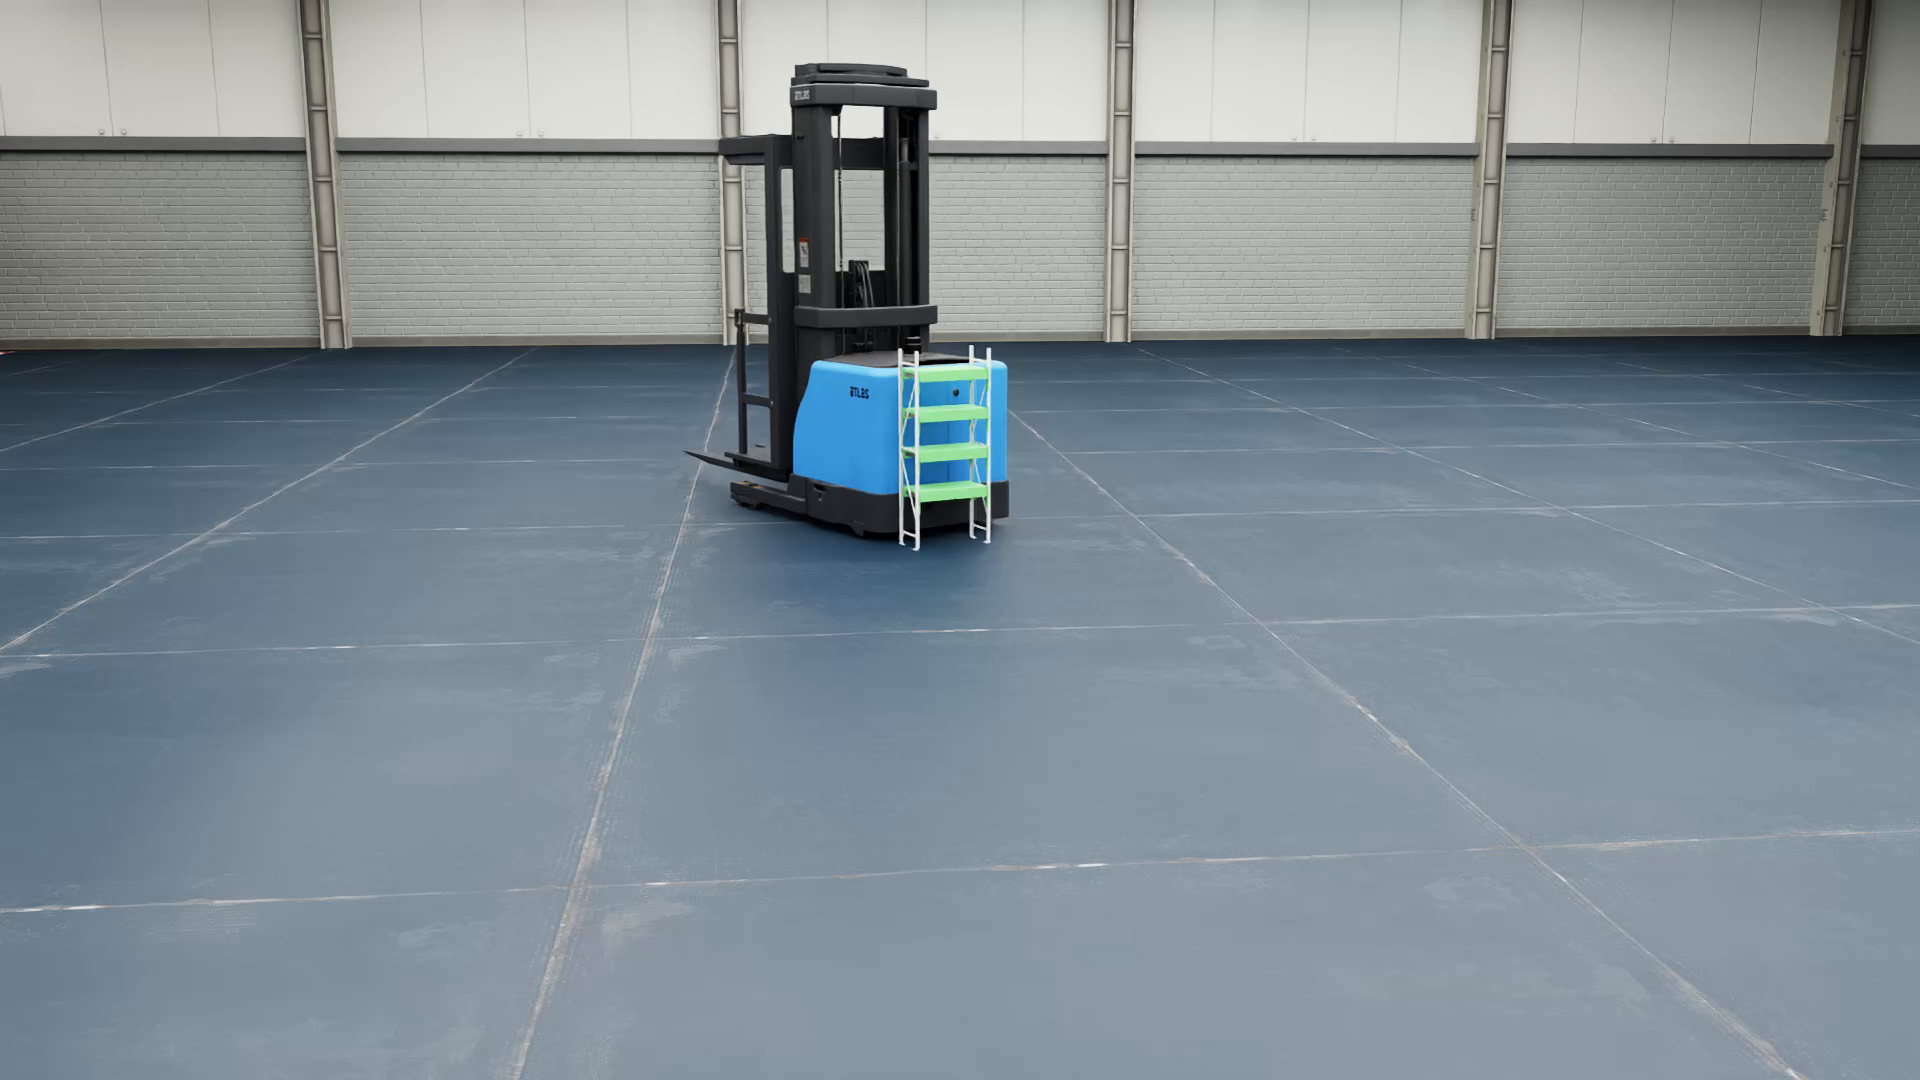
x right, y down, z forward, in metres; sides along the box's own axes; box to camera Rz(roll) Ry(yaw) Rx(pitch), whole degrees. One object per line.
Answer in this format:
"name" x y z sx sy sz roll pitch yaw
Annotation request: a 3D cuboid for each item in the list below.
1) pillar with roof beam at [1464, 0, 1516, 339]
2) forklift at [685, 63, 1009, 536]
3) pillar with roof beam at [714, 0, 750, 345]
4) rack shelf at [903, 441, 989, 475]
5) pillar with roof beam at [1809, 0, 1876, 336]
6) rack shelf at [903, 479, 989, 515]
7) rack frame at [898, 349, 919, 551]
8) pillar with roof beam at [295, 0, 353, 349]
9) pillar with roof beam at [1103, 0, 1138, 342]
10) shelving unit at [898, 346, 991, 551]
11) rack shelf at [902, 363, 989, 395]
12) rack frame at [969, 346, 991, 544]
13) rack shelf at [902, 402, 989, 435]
"pillar with roof beam" 8.925 -6.878 22.024 0.400 9.000 9.100 -1 11 -6
"forklift" -0.947 -1.698 11.408 1.130 2.935 3.031 -8 14 -35
"pillar with roof beam" -3.005 -6.628 20.753 0.400 9.000 9.100 -1 11 -6
"rack shelf" -0.093 -0.502 10.144 0.480 0.148 0.258 -6 13 -27
"pillar with roof beam" 14.890 -7.003 22.660 0.400 9.000 9.100 -1 11 -6
"rack shelf" -0.093 -0.267 10.190 0.480 0.148 0.258 -6 13 -27
"rack frame" -0.308 -0.543 10.019 0.015 1.200 0.240 -6 13 -27
"pillar with roof beam" -8.970 -6.503 20.117 0.400 9.000 9.100 -1 11 -6
"pillar with roof beam" 2.960 -6.753 21.389 0.400 9.000 9.100 -1 11 -6
"shelving unit" -0.093 -0.565 10.131 0.503 1.200 0.258 -6 13 -27
"rack shelf" -0.093 -0.973 10.051 0.480 0.148 0.258 -6 13 -27
"rack frame" 0.123 -0.587 10.244 0.015 1.200 0.240 -6 13 -27
"rack shelf" -0.093 -0.738 10.098 0.480 0.148 0.258 -6 13 -27
